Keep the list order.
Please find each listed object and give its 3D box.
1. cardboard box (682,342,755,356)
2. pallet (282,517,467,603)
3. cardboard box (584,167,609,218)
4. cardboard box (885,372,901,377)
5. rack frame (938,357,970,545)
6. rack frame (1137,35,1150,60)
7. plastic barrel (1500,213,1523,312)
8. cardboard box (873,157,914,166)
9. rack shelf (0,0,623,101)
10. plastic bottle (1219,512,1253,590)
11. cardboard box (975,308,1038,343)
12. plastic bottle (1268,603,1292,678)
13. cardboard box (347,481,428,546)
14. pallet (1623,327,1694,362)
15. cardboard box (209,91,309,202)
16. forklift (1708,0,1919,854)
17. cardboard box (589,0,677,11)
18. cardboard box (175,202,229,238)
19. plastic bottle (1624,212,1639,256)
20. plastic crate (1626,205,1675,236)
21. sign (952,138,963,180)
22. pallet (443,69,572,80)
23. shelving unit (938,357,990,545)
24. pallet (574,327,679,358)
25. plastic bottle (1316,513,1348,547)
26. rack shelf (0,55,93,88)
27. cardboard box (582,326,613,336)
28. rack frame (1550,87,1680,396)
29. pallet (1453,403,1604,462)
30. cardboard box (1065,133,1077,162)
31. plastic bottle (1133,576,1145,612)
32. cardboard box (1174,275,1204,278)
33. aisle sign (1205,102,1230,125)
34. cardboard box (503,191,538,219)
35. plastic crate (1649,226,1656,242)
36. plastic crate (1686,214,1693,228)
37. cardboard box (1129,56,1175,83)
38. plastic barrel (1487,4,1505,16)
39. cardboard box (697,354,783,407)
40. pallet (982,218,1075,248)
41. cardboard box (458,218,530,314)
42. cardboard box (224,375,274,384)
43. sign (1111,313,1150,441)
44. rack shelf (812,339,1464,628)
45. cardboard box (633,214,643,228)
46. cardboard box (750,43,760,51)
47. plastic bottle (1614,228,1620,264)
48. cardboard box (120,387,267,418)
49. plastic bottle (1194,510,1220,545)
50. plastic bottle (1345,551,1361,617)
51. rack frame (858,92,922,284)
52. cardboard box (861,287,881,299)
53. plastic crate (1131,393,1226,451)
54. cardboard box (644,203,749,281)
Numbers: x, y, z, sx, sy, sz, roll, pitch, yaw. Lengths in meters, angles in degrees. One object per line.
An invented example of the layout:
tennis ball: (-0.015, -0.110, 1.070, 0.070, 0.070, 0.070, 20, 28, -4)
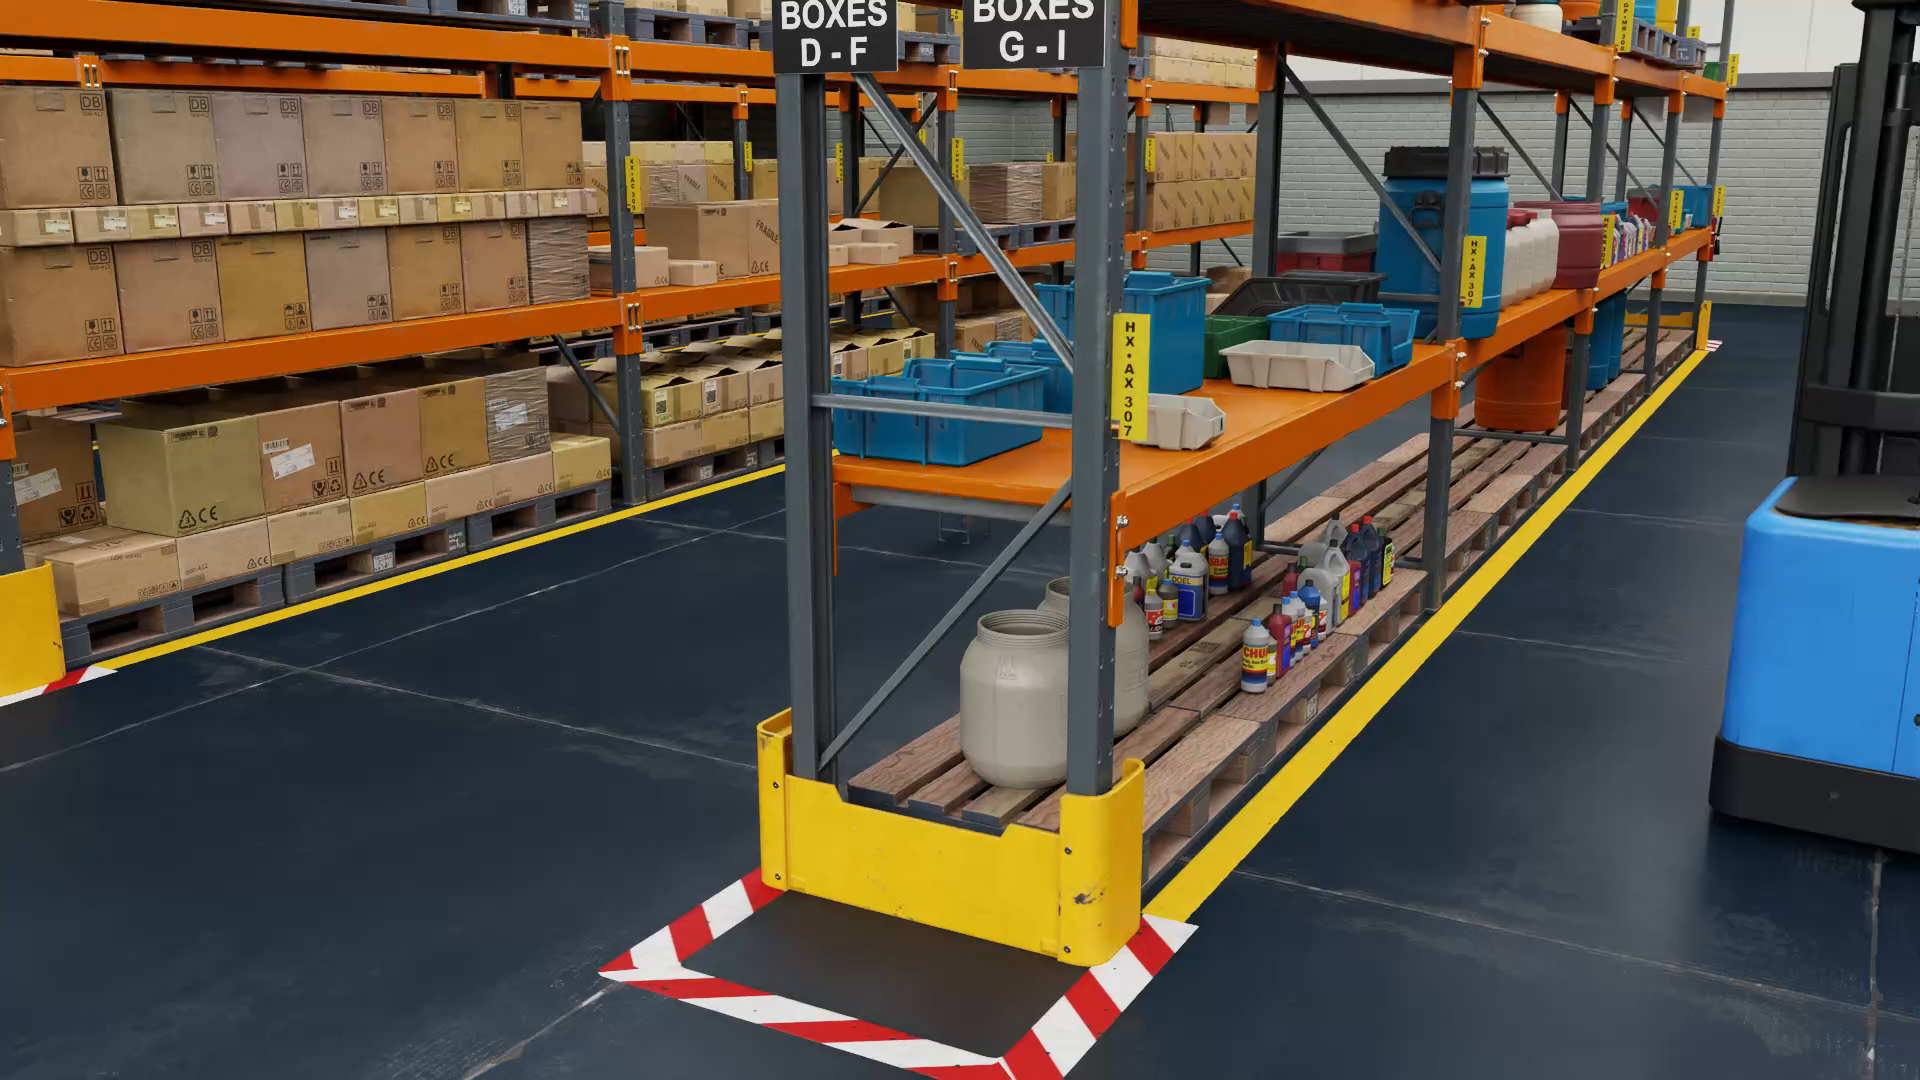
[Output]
cardboard box: (-1.761, -1.299, 12.294, 0.500, 0.311, 0.500, 7, 15, 27)
pallet: (-3.451, 0.035, 8.939, 1.003, 0.211, 1.213, 7, 15, 28)
cardboard box: (-3.885, -3.593, 17.148, 0.500, 0.500, 0.500, 7, 15, 28)
cardboard box: (-0.795, -1.177, 12.986, 0.500, 0.250, 0.500, 7, 15, 27)
rack frame: (-0.033, -0.496, 9.352, 0.200, 1.050, 0.008, 7, 15, 28)
rack frame: (1.426, -6.288, 16.417, 1.000, 3.000, 0.127, 7, 15, 28)
plastic barrel: (2.902, -1.557, 9.300, 0.433, 0.535, 0.433, 0, 14, 0)
cardboard box: (-1.217, -4.793, 22.375, 0.980, 0.700, 0.700, 8, 16, 31)
rack shelf: (-3.408, -2.429, 8.343, 1.077, 0.370, 4.000, 7, 15, 28)
plastic bottle: (1.265, 0.040, 7.680, 0.144, 0.351, 0.185, 7, 15, 28)
cardboard box: (0.457, -1.821, 15.083, 0.500, 0.500, 0.500, 7, 15, 27)
plastic bottle: (1.234, 0.378, 6.424, 0.061, 0.283, 0.133, 8, 16, 29)
cardboard box: (-3.195, -0.170, 8.808, 0.500, 0.250, 0.500, 7, 15, 28)
pallet: (7.261, -2.110, 17.836, 1.003, 0.211, 1.213, 7, 15, 28)
cardboard box: (-3.620, -1.906, 8.060, 0.700, 0.500, 0.500, 7, 15, 28)
forklift: (3.738, -0.686, 6.127, 1.130, 2.935, 3.031, 9, 16, 33)
cardboard box: (-2.135, -3.445, 10.449, 0.500, 0.250, 0.500, 9, 16, 34)
cardboard box: (-3.626, -1.487, 7.704, 0.380, 0.149, 0.250, 7, 15, 27)
plastic bottle: (5.513, -2.522, 13.701, 0.144, 0.351, 0.185, 7, 15, 28)
plastic crate: (6.660, -3.074, 16.009, 0.437, 0.282, 0.530, 7, 15, 28)
sign: (-0.020, -3.052, 13.322, 0.100, 0.325, 0.005, 7, 15, 28)
pallet: (-4.581, -4.616, 16.284, 1.213, 0.211, 1.003, 8, 16, 31)
shelving unit: (0.026, -0.521, 9.456, 0.215, 1.050, 0.252, 7, 15, 28)
pallet: (-3.808, -2.159, 18.037, 1.003, 0.211, 1.213, 7, 15, 28)
plastic bottle: (1.707, 0.054, 7.624, 0.144, 0.351, 0.185, 7, 15, 28)
rack shelf: (-7.747, -2.989, 10.667, 1.077, 0.370, 4.000, 7, 15, 28)
cardboard box: (-3.947, -2.586, 17.550, 0.750, 0.750, 0.750, 7, 15, 28)
rack frame: (5.760, -2.810, 14.789, 1.000, 3.000, 0.127, 7, 15, 28)
pallet: (4.171, -0.800, 12.402, 1.003, 0.211, 1.213, 7, 15, 28)
cardboard box: (1.444, -4.040, 17.543, 0.500, 0.500, 0.500, 7, 15, 28)
plastic bottle: (0.702, 0.296, 6.765, 0.061, 0.283, 0.133, 7, 15, 28)
cardboard box: (2.329, -2.758, 18.962, 0.797, 0.503, 0.637, 7, 15, 28)
aisle sign: (3.135, -5.504, 20.415, 0.394, 0.787, 0.004, 7, 15, 28)
cardboard box: (-2.631, -1.910, 9.459, 0.380, 0.149, 0.250, 7, 15, 26)
plastic crate: (6.110, -2.790, 15.142, 0.396, 0.136, 0.243, 7, 15, 28)
plastic crate: (7.458, -3.344, 17.438, 0.396, 0.136, 0.243, 7, 15, 28)
cardboard box: (1.877, -4.829, 17.083, 0.500, 0.250, 0.500, 7, 15, 28)
plastic barrel: (2.923, -3.378, 9.830, 0.600, 0.830, 0.708, 7, 15, 28)
cardboard box: (-1.528, -1.136, 11.618, 0.500, 0.311, 0.500, 7, 15, 26)
pallet: (0.428, -2.857, 15.396, 1.003, 0.211, 1.213, 7, 15, 28)
cardboard box: (-2.900, -1.579, 9.468, 0.700, 0.500, 0.500, 7, 15, 27)
cardboard box: (-6.233, -1.554, 13.976, 0.700, 0.500, 0.500, 7, 15, 27)
sign: (0.438, -0.419, 4.282, 0.100, 0.325, 0.005, 7, 15, 28)
rack shelf: (0.926, -0.409, 6.363, 1.077, 0.370, 4.000, 7, 15, 28)
cardboard box: (-3.619, -3.410, 17.770, 0.380, 0.149, 0.250, 8, 16, 30)
cardboard box: (-2.348, -5.682, 19.514, 0.500, 0.250, 0.500, 7, 15, 28)
plastic bottle: (4.989, -2.266, 12.796, 0.152, 0.276, 0.135, 7, 15, 28)
cardboard box: (-3.906, -0.493, 8.547, 0.500, 0.500, 0.500, 7, 15, 28)
plastic bottle: (1.139, 0.024, 7.748, 0.144, 0.351, 0.185, 8, 16, 30)
plastic bottle: (1.699, 0.180, 7.243, 0.061, 0.283, 0.133, 9, 16, 32)
rack frame: (-0.979, -4.753, 22.849, 1.000, 3.000, 0.127, 7, 15, 28)
cardboard box: (-1.471, -3.484, 22.024, 0.700, 0.500, 0.500, 7, 15, 28)
plastic crate: (0.673, -0.367, 5.218, 0.298, 0.136, 0.250, 7, 15, 28)
cardboard box: (-1.801, -2.043, 11.394, 0.500, 0.500, 0.500, 9, 16, 32)
